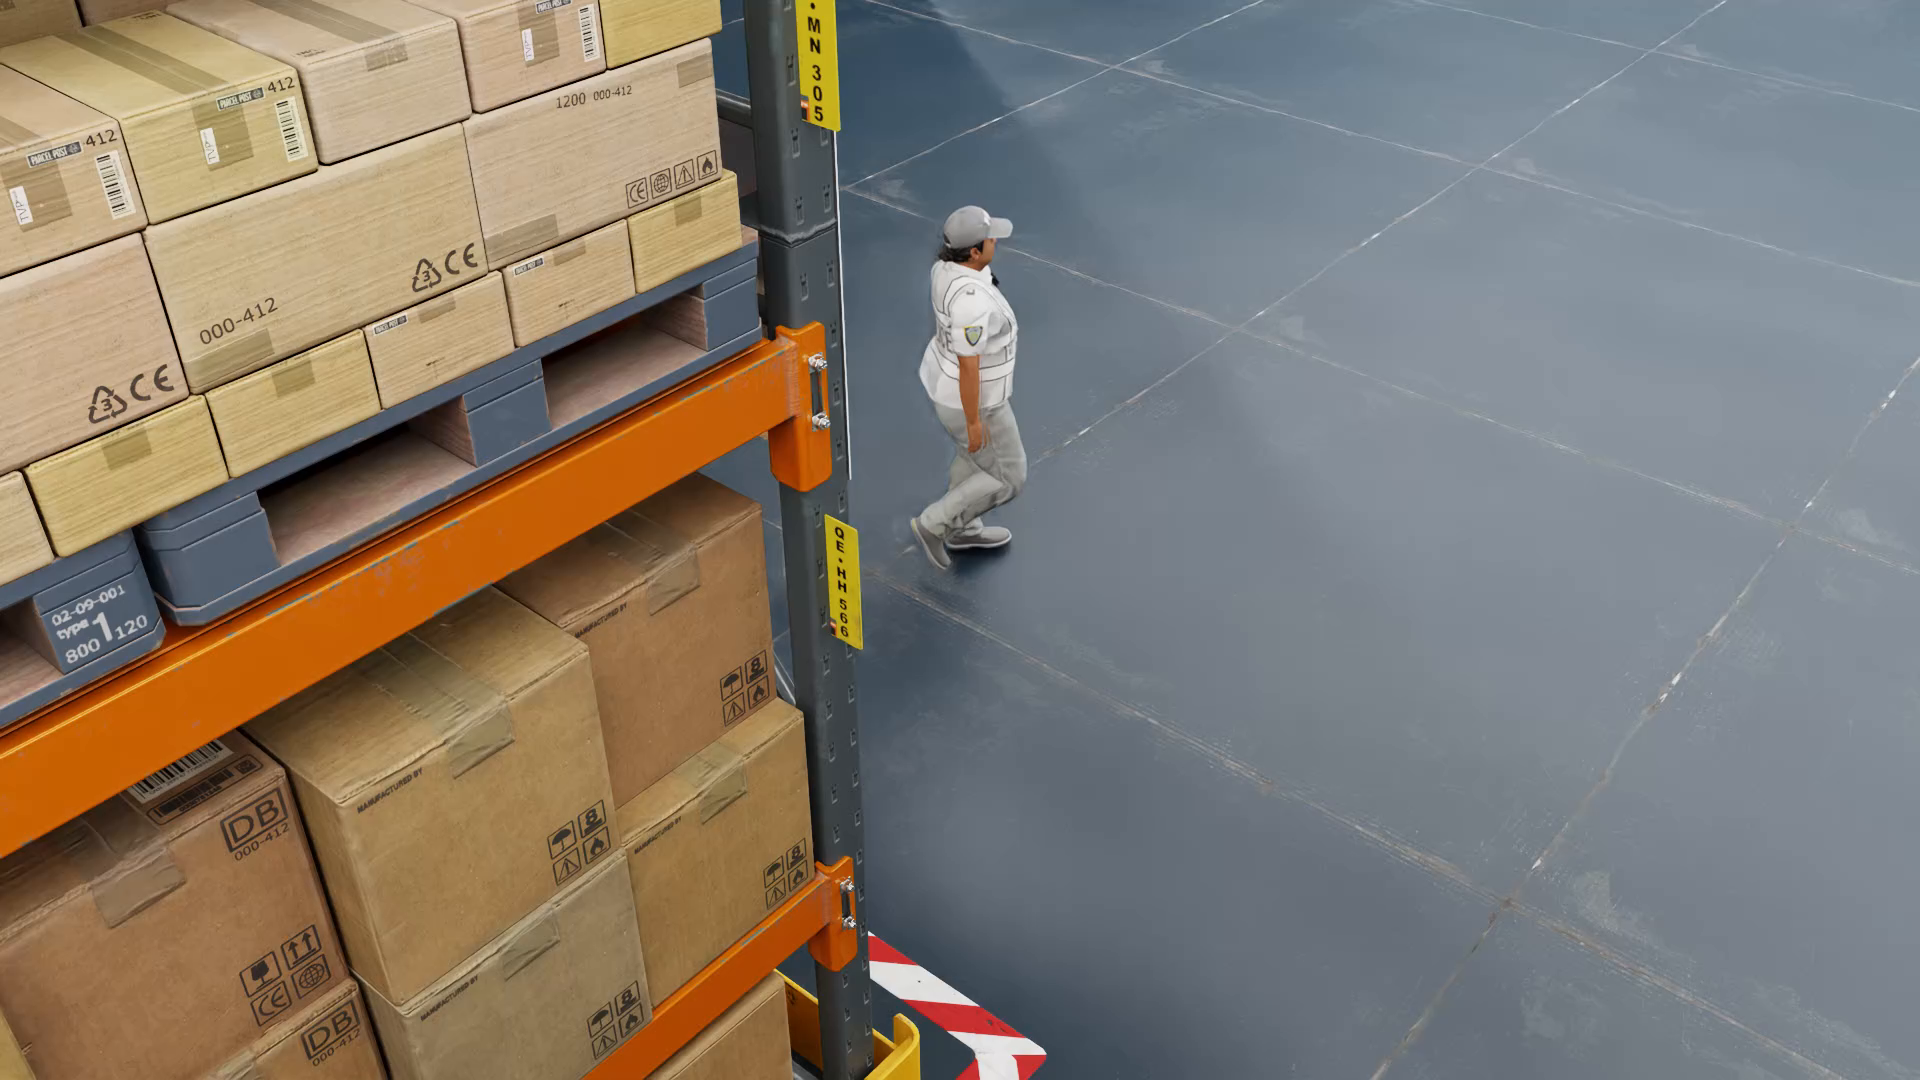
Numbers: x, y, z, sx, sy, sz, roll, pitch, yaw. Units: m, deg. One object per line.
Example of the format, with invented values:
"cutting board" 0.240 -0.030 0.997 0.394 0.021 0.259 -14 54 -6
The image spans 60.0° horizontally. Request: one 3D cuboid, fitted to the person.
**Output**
"person" 0.002 -0.613 6.966 0.498 1.652 0.502 -8 36 -11
